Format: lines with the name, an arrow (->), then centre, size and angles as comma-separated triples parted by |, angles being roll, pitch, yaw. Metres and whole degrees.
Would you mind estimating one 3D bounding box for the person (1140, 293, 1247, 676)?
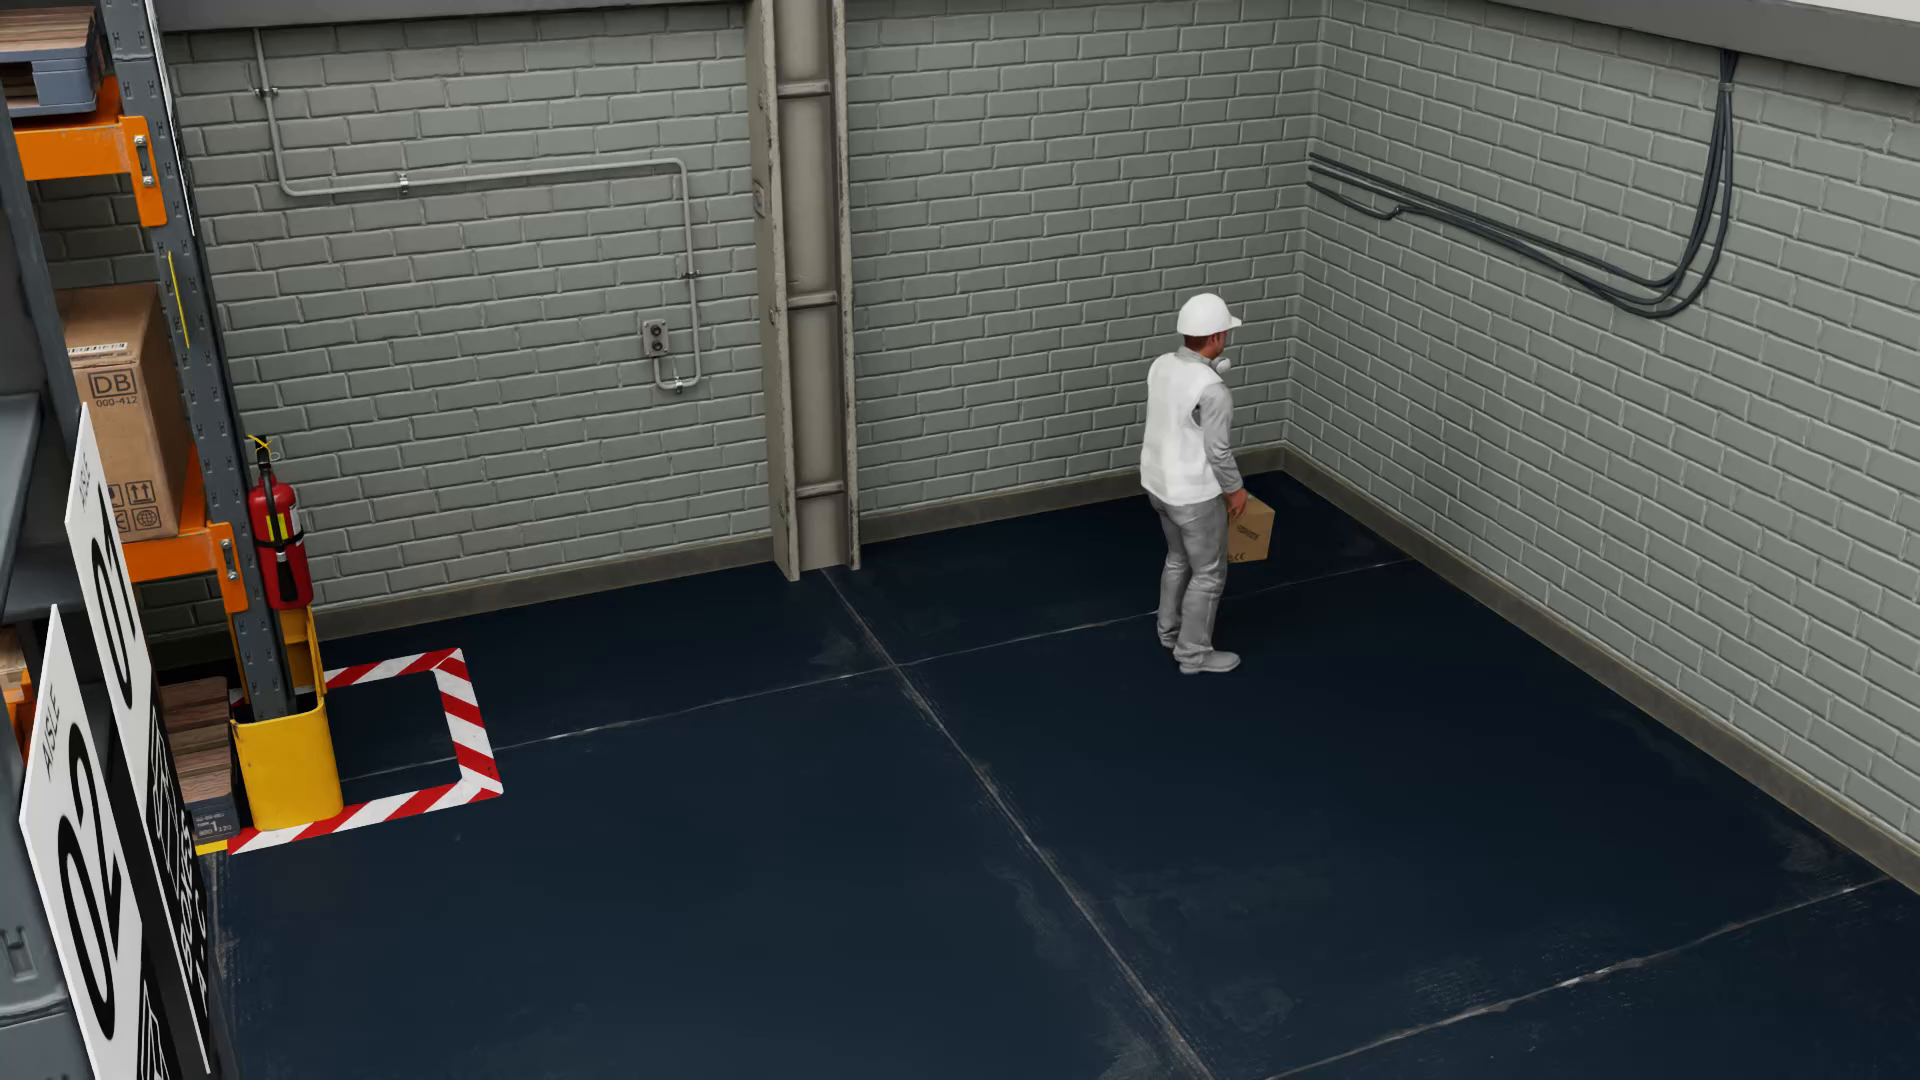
person -> 1.068, -0.262, 7.618 | 0.471, 1.777, 0.556 | -11, 28, -22
